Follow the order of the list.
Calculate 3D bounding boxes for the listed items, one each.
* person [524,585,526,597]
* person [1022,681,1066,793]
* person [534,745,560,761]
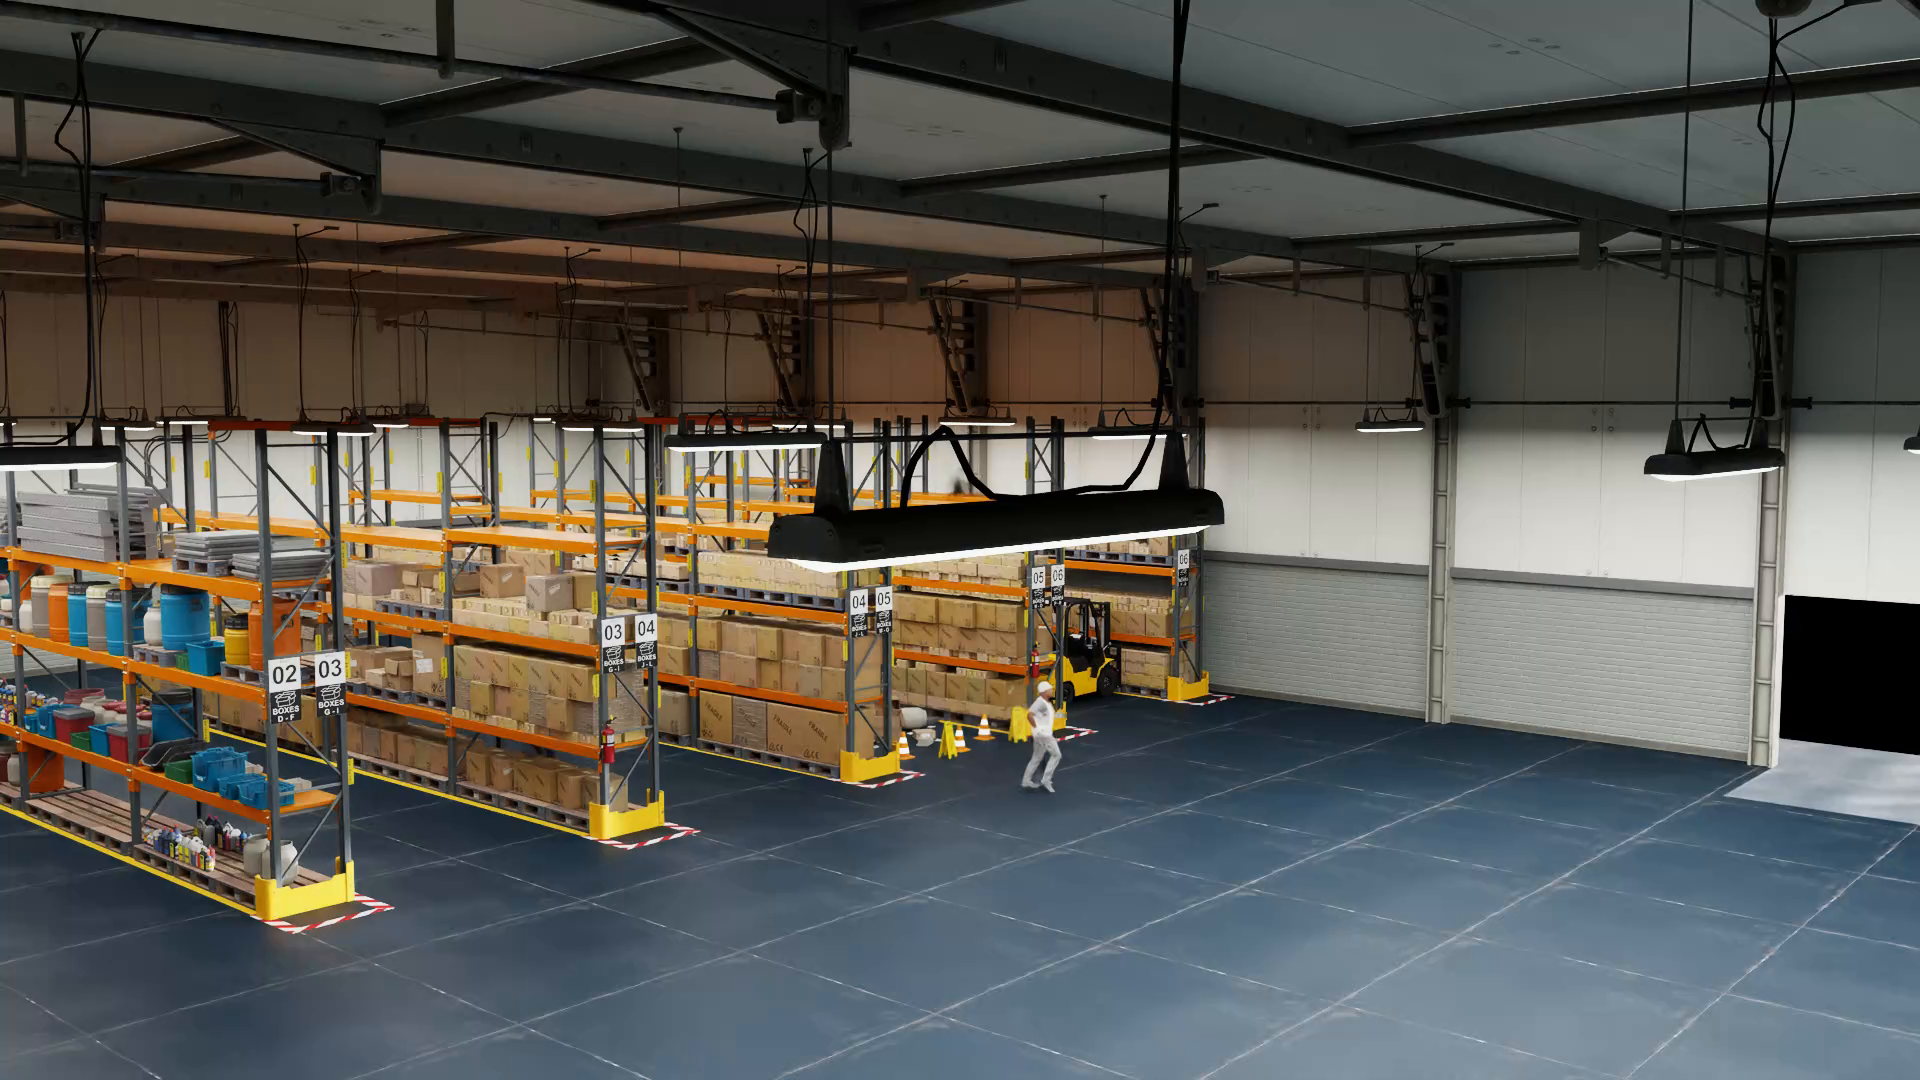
[{"bbox_3d":[-11.281,1.949,43.391,0.483,1.605,0.694,-2,5,-19],"label":"person"},{"bbox_3d":[1.375,3.209,27.093,0.743,1.830,0.645,0,5,-4],"label":"person"},{"bbox_3d":[-7.327,3.069,29.414,0.868,1.670,0.616,4,6,37],"label":"person"}]
